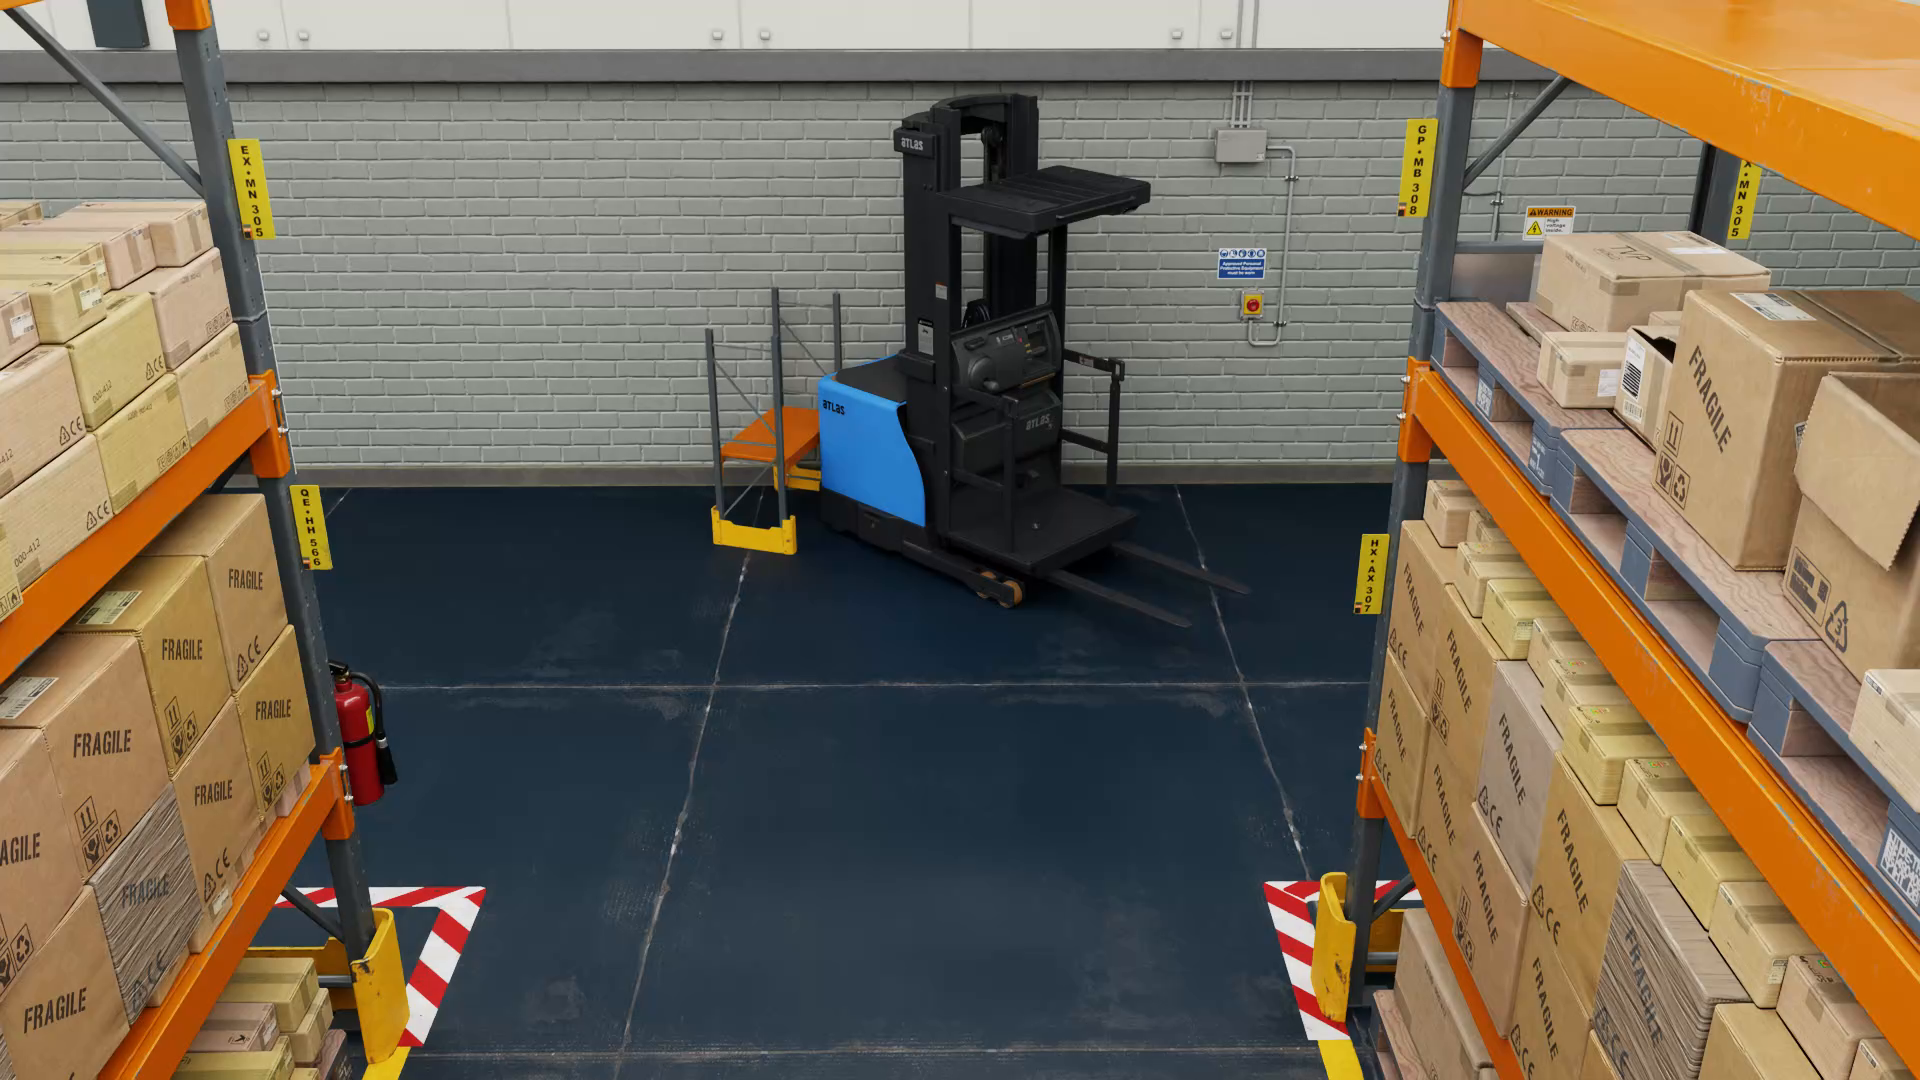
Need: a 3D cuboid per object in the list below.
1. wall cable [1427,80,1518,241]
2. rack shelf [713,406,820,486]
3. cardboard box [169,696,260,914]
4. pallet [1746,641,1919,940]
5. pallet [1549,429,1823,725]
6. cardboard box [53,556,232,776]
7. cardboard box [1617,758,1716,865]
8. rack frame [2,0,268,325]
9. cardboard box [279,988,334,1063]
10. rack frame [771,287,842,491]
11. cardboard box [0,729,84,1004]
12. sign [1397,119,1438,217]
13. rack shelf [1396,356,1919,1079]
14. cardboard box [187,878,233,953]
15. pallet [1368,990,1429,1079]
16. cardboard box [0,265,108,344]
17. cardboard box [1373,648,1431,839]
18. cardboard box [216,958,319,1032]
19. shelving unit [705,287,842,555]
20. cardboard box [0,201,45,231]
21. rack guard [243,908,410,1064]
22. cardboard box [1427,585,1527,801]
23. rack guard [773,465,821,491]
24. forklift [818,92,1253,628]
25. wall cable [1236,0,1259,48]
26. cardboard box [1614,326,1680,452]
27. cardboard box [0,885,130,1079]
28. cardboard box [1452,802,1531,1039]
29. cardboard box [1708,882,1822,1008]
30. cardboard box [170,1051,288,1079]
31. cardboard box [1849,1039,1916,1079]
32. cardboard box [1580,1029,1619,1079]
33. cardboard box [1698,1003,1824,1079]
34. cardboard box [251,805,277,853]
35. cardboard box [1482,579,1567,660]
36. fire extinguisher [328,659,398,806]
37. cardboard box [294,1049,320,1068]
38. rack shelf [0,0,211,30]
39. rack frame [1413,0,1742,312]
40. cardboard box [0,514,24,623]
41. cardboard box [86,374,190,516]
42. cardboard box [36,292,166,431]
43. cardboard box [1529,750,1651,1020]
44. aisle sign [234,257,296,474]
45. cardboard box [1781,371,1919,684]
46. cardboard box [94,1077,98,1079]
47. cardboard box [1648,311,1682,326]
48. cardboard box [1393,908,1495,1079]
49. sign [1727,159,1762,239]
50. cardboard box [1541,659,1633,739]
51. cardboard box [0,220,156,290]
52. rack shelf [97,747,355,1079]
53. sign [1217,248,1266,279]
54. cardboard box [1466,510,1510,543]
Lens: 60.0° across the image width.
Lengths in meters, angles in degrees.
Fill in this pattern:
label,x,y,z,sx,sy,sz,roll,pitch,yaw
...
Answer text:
label,x,y,z,sx,sy,sz,roll,pitch,yaw
wall cable,3.418,-2.239,11.327,0.588,1.984,0.122,0,24,-1
rack shelf,-1.220,-0.664,11.334,0.538,0.185,1.000,8,25,17
cardboard box,-2.601,0.838,5.275,0.500,0.500,0.500,-1,24,-1
pallet,2.130,0.543,2.876,1.003,0.211,1.213,0,24,-1
pallet,2.120,0.042,3.985,1.003,0.211,1.213,0,24,-1
cardboard box,-2.605,0.382,5.069,0.500,0.500,0.500,-1,24,-2
cardboard box,1.838,0.656,4.037,0.380,0.149,0.250,0,24,-1
rack frame,-2.864,-2.111,4.997,1.000,3.000,0.127,0,24,-1
cardboard box,-2.573,1.811,6.195,0.380,0.149,0.250,-1,24,-2
rack frame,-1.060,-1.026,11.700,0.500,1.500,0.032,8,25,17
cardboard box,-2.581,0.814,4.114,0.500,0.500,0.500,-1,24,-2
sign,1.530,-1.242,5.560,0.100,0.325,0.005,0,24,-1
rack shelf,2.107,0.344,4.083,1.077,0.370,4.000,0,24,-1
cardboard box,-2.569,1.181,5.304,0.380,0.149,0.250,0,24,1
pallet,2.172,2.158,6.222,1.003,0.211,1.213,0,24,-1
cardboard box,-2.547,-0.633,4.462,0.380,0.149,0.250,0,24,0
cardboard box,1.803,0.712,5.914,0.500,0.500,0.500,0,24,-1
cardboard box,-2.605,1.676,6.132,0.380,0.149,0.250,0,24,0
shelving unit,-1.217,-0.831,11.268,0.587,1.500,1.083,8,25,17
cardboard box,-3.088,-0.951,5.164,0.380,0.149,0.250,0,24,-1
rack guard,-2.863,1.793,6.679,1.175,0.500,0.348,0,24,-1
cardboard box,1.818,0.469,5.237,0.500,0.500,0.500,-1,24,-2
rack guard,-1.060,-0.456,11.956,0.587,0.250,0.087,8,25,17
forklift,0.449,-1.157,10.252,3.031,2.935,1.130,22,32,39
wall cable,1.741,-4.517,10.318,0.463,3.000,0.029,0,24,-1
cardboard box,2.051,-0.387,4.304,0.500,0.311,0.500,0,24,0
cardboard box,-2.591,1.252,4.359,0.500,0.500,0.500,1,24,2
cardboard box,1.824,1.130,4.990,0.500,0.500,0.500,0,24,-1
cardboard box,1.860,0.866,3.574,0.380,0.149,0.250,0,24,-1
cardboard box,-2.529,1.886,5.668,0.380,0.149,0.250,-1,24,-2
cardboard box,1.920,1.073,3.116,0.380,0.149,0.250,0,24,0
cardboard box,1.837,1.552,4.057,0.500,0.500,0.500,-1,24,-1
cardboard box,1.850,1.303,3.393,0.500,0.500,0.500,-1,24,-1
cardboard box,-2.612,0.973,5.764,0.380,0.149,0.250,0,24,-1
cardboard box,1.795,0.233,4.973,0.380,0.149,0.250,-1,24,-2
fire extinguisher,-2.405,0.722,6.560,0.296,0.674,0.183,0,24,-1
cardboard box,-2.650,1.946,6.257,0.380,0.149,0.250,0,24,0
rack shelf,-2.842,-0.957,3.324,1.077,0.370,4.000,0,24,-1
rack frame,2.085,-2.175,5.139,1.000,3.000,0.127,0,24,-1
cardboard box,-2.564,0.144,3.833,0.500,0.250,0.500,1,24,2
cardboard box,-2.581,-0.279,4.770,0.500,0.250,0.500,0,24,0
cardboard box,-2.598,-0.504,4.660,0.500,0.250,0.500,-1,24,-2
cardboard box,1.838,0.887,4.314,0.500,0.500,0.500,0,24,0
aisle sign,-2.565,-0.593,5.767,0.394,0.787,0.004,0,24,-1
cardboard box,2.082,0.001,3.212,0.797,0.503,0.637,2,24,4
cardboard box,-2.632,1.511,4.575,0.380,0.149,0.250,0,24,0
cardboard box,2.264,-0.573,4.911,0.380,0.149,0.250,-2,24,-5
cardboard box,2.192,1.806,6.216,0.875,0.438,0.875,-1,24,-2
sign,2.628,-1.172,5.583,0.100,0.325,0.005,0,24,-1
cardboard box,1.811,0.444,4.506,0.380,0.149,0.250,0,24,0
cardboard box,-2.640,-0.848,4.936,0.380,0.149,0.250,0,24,0
rack shelf,-2.842,1.774,4.560,1.077,0.370,4.000,0,24,-1
sign,1.951,-1.913,11.512,0.327,0.218,0.001,0,24,-1
cardboard box,1.886,0.017,5.450,0.380,0.149,0.250,0,24,1
